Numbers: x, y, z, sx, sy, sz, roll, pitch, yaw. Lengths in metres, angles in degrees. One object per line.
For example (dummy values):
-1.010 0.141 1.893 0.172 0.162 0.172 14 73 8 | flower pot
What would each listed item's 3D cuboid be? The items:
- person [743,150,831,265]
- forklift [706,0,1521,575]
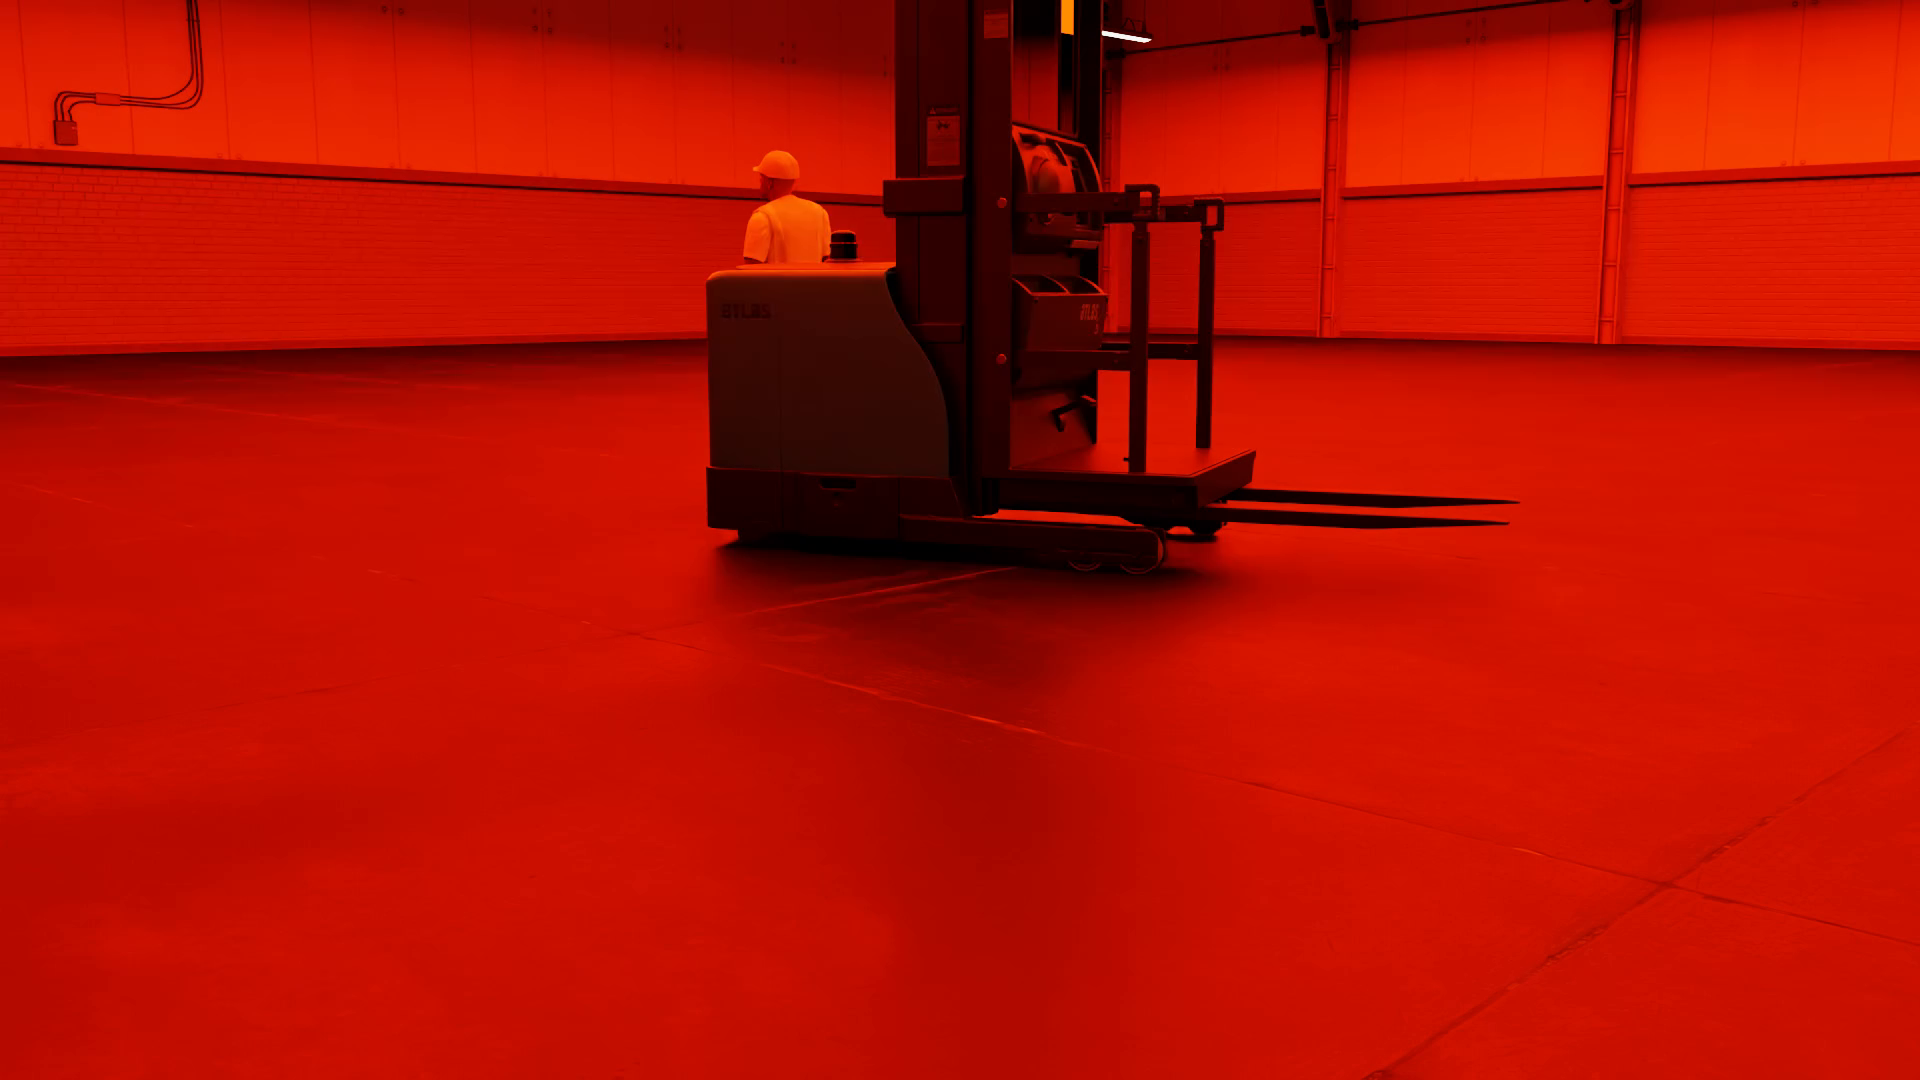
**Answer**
-1.068 -1.328 9.559 0.665 1.765 0.577 -8 12 -44 | person
0.565 -1.416 6.275 3.031 2.935 1.130 3 9 22 | forklift
